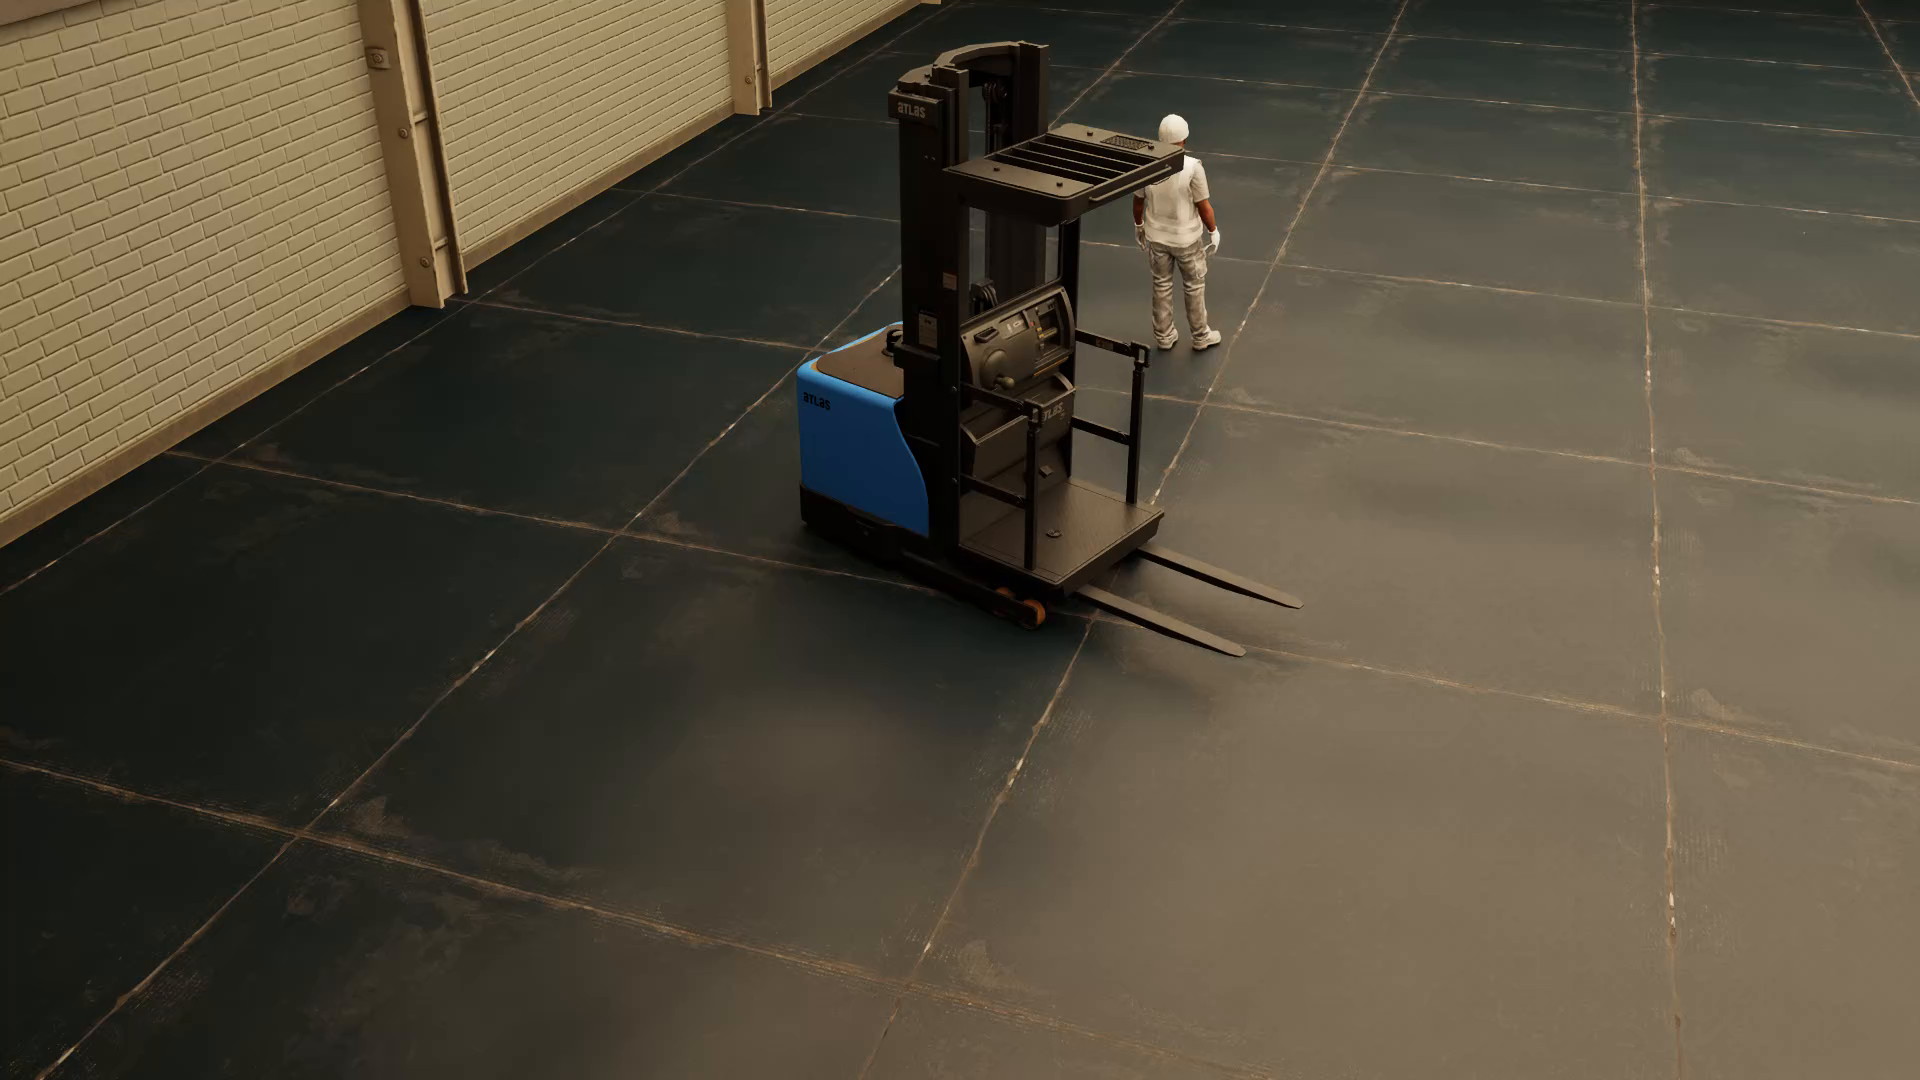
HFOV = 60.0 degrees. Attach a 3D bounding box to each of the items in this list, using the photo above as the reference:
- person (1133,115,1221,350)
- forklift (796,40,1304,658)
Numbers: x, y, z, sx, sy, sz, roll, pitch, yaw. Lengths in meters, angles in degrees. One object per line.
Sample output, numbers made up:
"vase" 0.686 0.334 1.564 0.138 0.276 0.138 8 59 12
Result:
"person" 1.613 -2.271 12.264 0.657 1.783 0.576 16 33 25
"forklift" 0.488 -1.077 9.025 3.031 2.935 1.130 22 36 33
